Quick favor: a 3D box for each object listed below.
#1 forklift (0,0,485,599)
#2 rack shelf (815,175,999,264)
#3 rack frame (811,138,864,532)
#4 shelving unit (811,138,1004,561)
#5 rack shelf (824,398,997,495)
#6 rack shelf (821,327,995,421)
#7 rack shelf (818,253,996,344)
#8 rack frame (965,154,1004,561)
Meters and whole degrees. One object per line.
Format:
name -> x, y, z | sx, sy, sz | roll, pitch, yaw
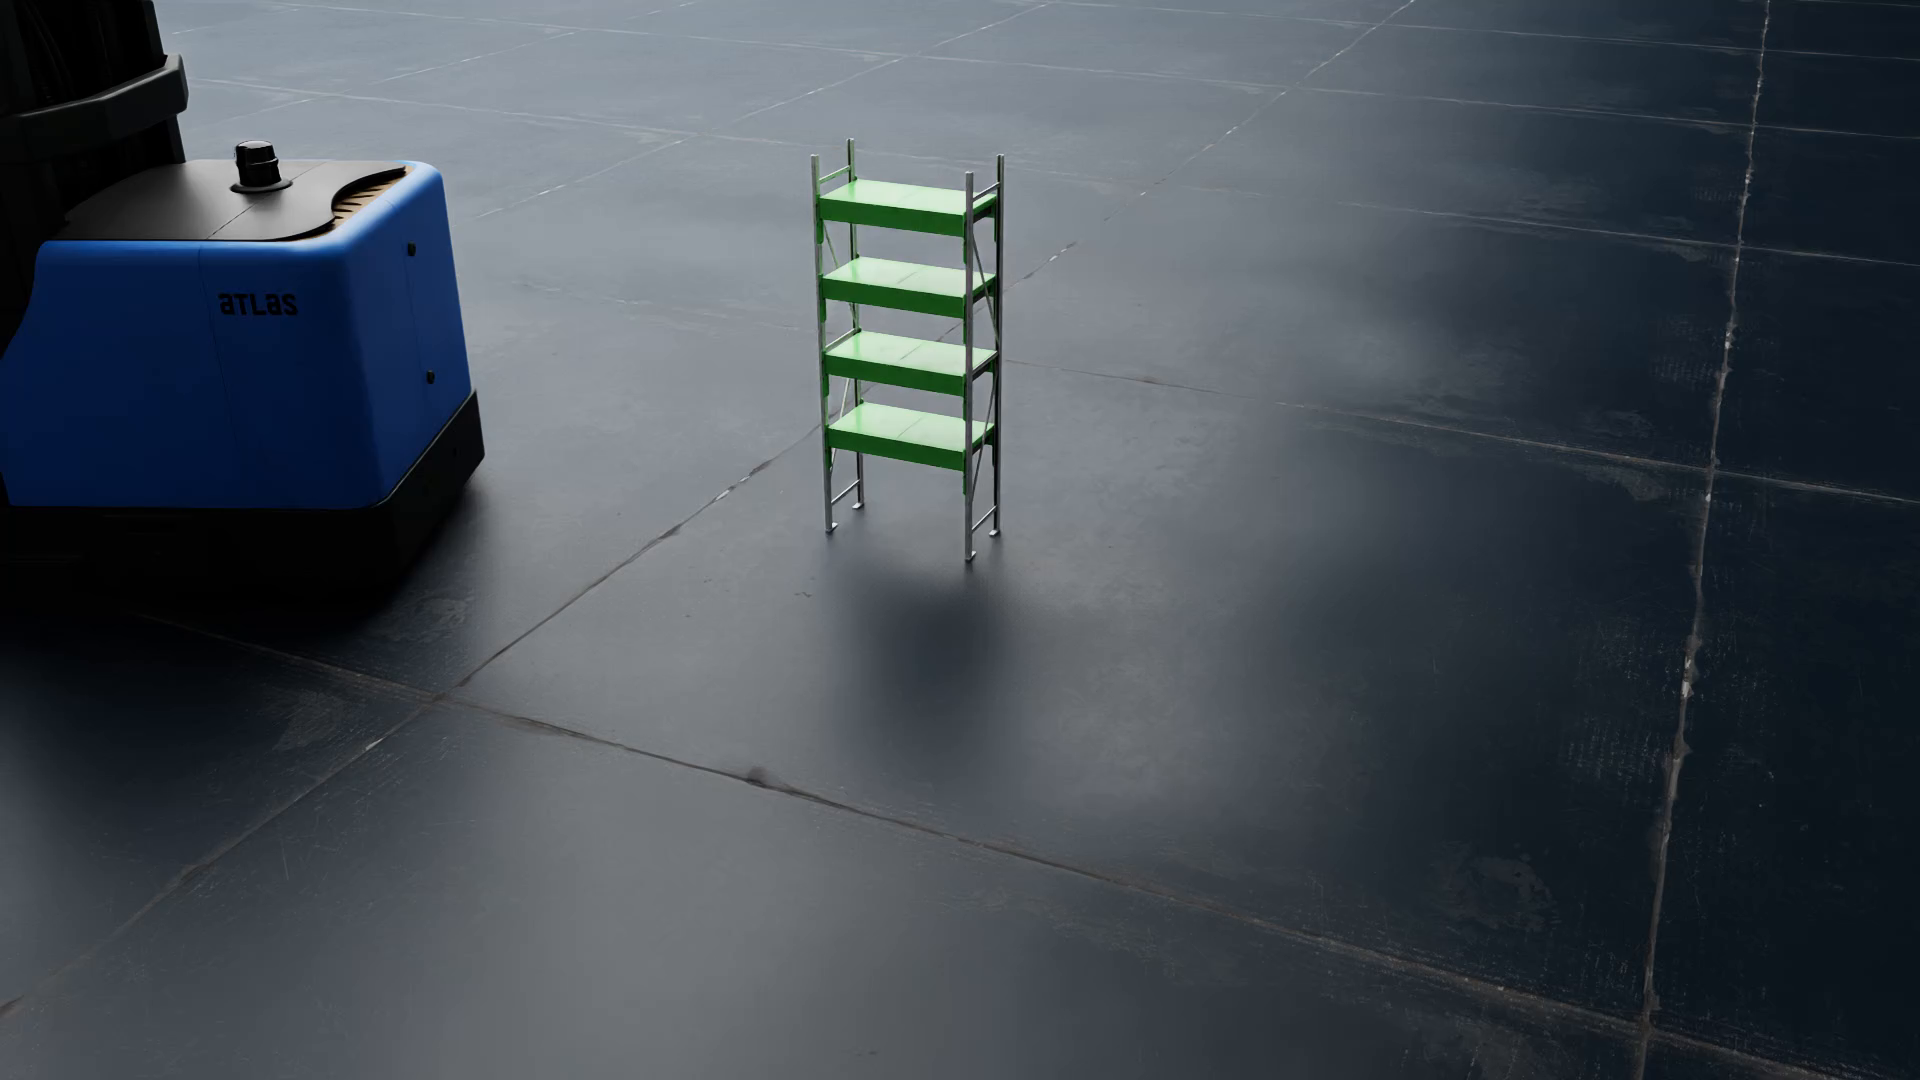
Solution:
forklift -> -3.145, -1.364, 4.701 | 3.031, 2.935, 1.130 | 1, 26, 1
rack shelf -> -0.151, -0.942, 4.863 | 0.480, 0.148, 0.258 | 11, 28, 22
rack frame -> -0.373, -0.613, 5.137 | 0.015, 1.200, 0.240 | 11, 28, 22
shelving unit -> -0.151, -0.569, 5.046 | 0.503, 1.200, 0.258 | 11, 28, 22
rack shelf -> -0.151, -0.296, 5.181 | 0.480, 0.148, 0.258 | 11, 28, 22
rack shelf -> -0.151, -0.511, 5.075 | 0.480, 0.148, 0.258 | 11, 28, 22
rack shelf -> -0.151, -0.727, 4.969 | 0.480, 0.148, 0.258 | 11, 28, 22
rack frame -> 0.071, -0.524, 4.956 | 0.015, 1.200, 0.240 | 11, 28, 22
